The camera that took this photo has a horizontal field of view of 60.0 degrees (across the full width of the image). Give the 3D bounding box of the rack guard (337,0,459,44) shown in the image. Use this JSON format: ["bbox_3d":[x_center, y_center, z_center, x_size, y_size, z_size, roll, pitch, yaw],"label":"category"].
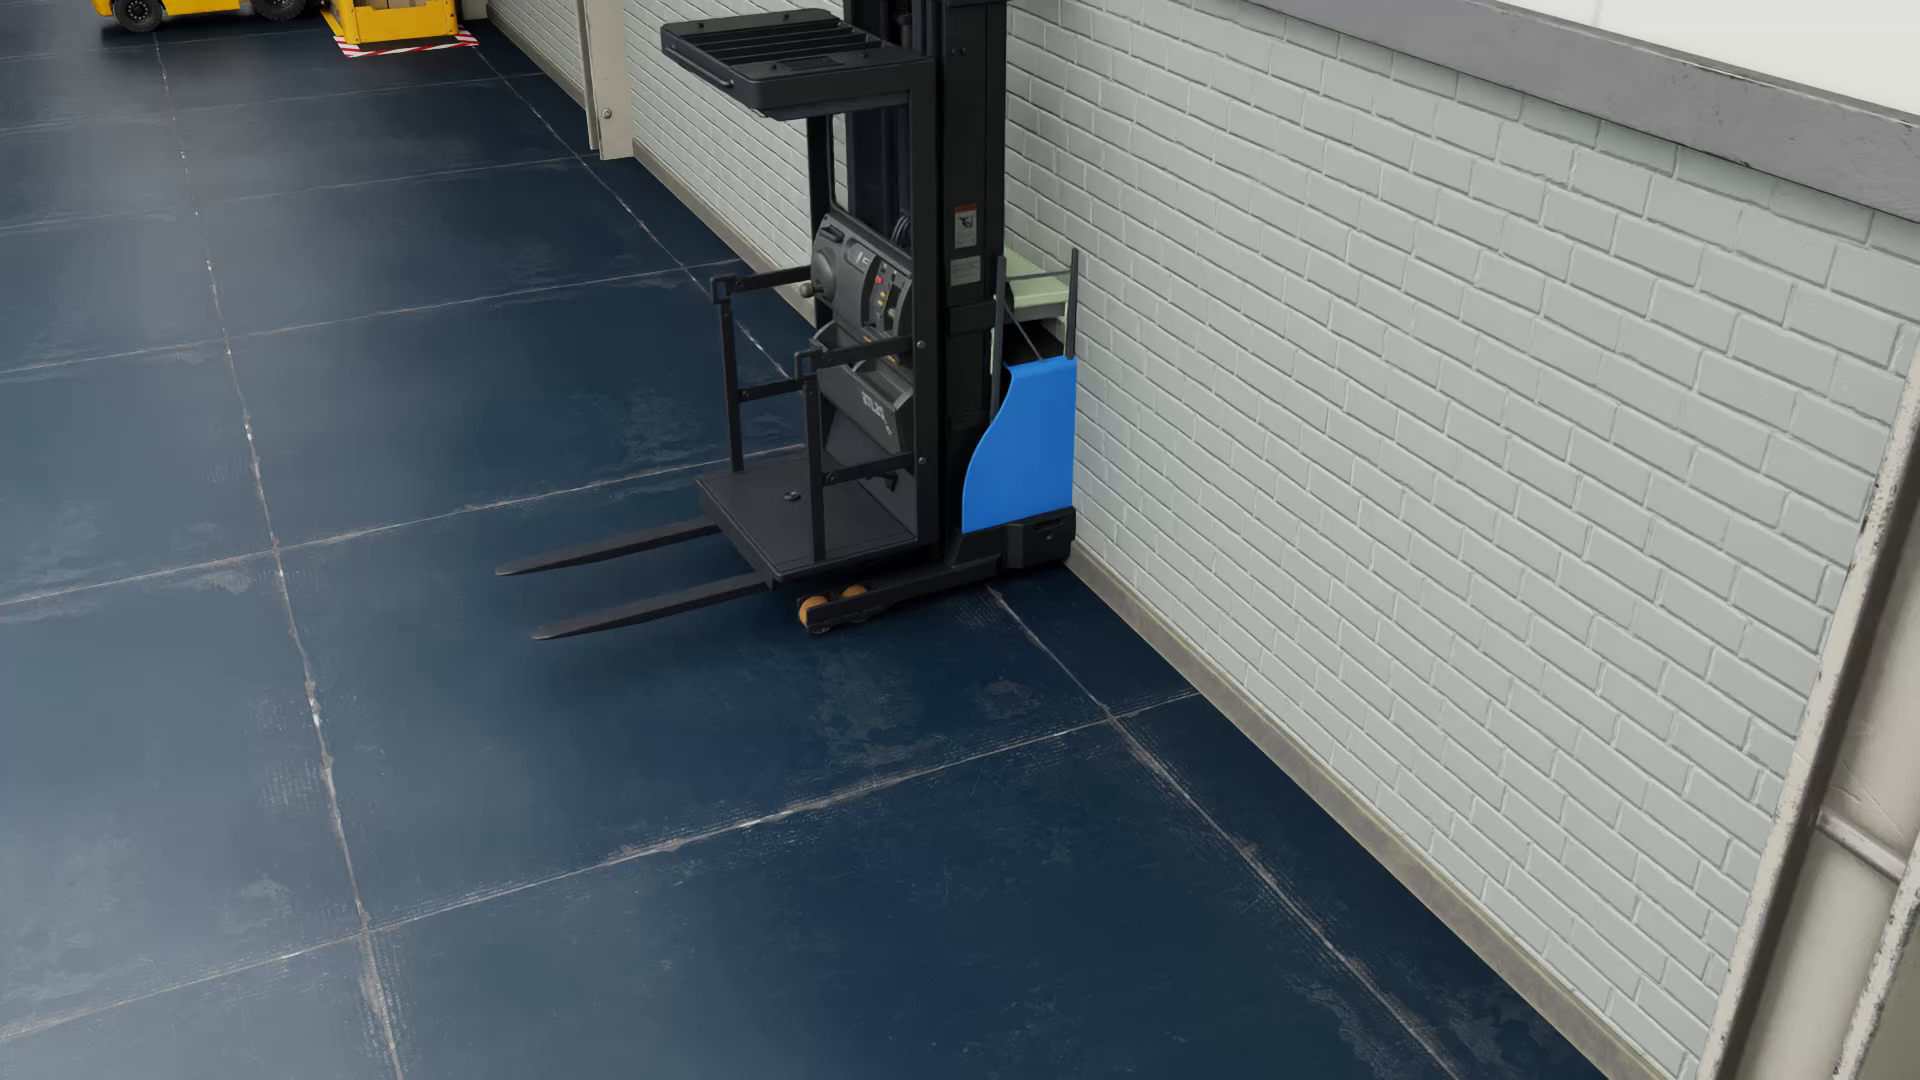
[{"bbox_3d":[-6.024,-5.660,17.833,1.175,0.500,0.348,-13,32,-22],"label":"rack guard"}]

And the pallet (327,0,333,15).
[{"bbox_3d":[-6.920,-6.412,19.469,1.003,0.211,1.213,-13,32,-22],"label":"pallet"}]

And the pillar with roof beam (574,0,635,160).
[{"bbox_3d":[-6.831,-6.320,10.321,9.100,9.000,0.400,-13,32,-22],"label":"pillar with roof beam"}]

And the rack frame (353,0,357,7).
[{"bbox_3d":[-6.034,-6.761,17.241,1.000,3.000,0.127,-13,32,-22],"label":"rack frame"}]

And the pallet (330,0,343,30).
[{"bbox_3d":[-6.400,-5.874,18.509,1.003,0.211,1.213,-13,32,-22],"label":"pallet"}]

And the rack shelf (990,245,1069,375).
[{"bbox_3d":[0.178,-1.090,7.692,0.431,0.370,0.720,-10,30,-23],"label":"rack shelf"}]

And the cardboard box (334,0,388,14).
[{"bbox_3d":[-6.521,-5.886,18.062,0.500,0.250,0.500,-13,32,-22],"label":"cardboard box"}]

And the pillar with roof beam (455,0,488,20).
[{"bbox_3d":[-9.407,-8.971,15.047,9.100,9.000,0.400,-13,32,-22],"label":"pillar with roof beam"}]

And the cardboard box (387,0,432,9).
[{"bbox_3d":[-6.068,-6.003,18.271,0.500,0.250,0.500,-13,32,-22],"label":"cardboard box"}]

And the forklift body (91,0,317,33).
[{"bbox_3d":[-8.496,-6.846,18.259,2.313,2.155,1.214,-13,32,-22],"label":"forklift body"}]

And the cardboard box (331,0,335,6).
[{"bbox_3d":[-6.726,-6.108,18.458,0.500,0.250,0.500,-13,32,-22],"label":"cardboard box"}]

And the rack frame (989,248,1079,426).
[{"bbox_3d":[0.320,-0.586,7.581,0.400,1.500,0.023,-10,30,-23],"label":"rack frame"}]

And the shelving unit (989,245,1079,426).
[{"bbox_3d":[0.164,-0.744,7.873,0.431,1.500,0.755,-10,30,-23],"label":"shelving unit"}]

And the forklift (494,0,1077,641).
[{"bbox_3d":[-0.624,-1.152,7.309,3.031,2.935,1.130,-15,32,-24],"label":"forklift"}]
